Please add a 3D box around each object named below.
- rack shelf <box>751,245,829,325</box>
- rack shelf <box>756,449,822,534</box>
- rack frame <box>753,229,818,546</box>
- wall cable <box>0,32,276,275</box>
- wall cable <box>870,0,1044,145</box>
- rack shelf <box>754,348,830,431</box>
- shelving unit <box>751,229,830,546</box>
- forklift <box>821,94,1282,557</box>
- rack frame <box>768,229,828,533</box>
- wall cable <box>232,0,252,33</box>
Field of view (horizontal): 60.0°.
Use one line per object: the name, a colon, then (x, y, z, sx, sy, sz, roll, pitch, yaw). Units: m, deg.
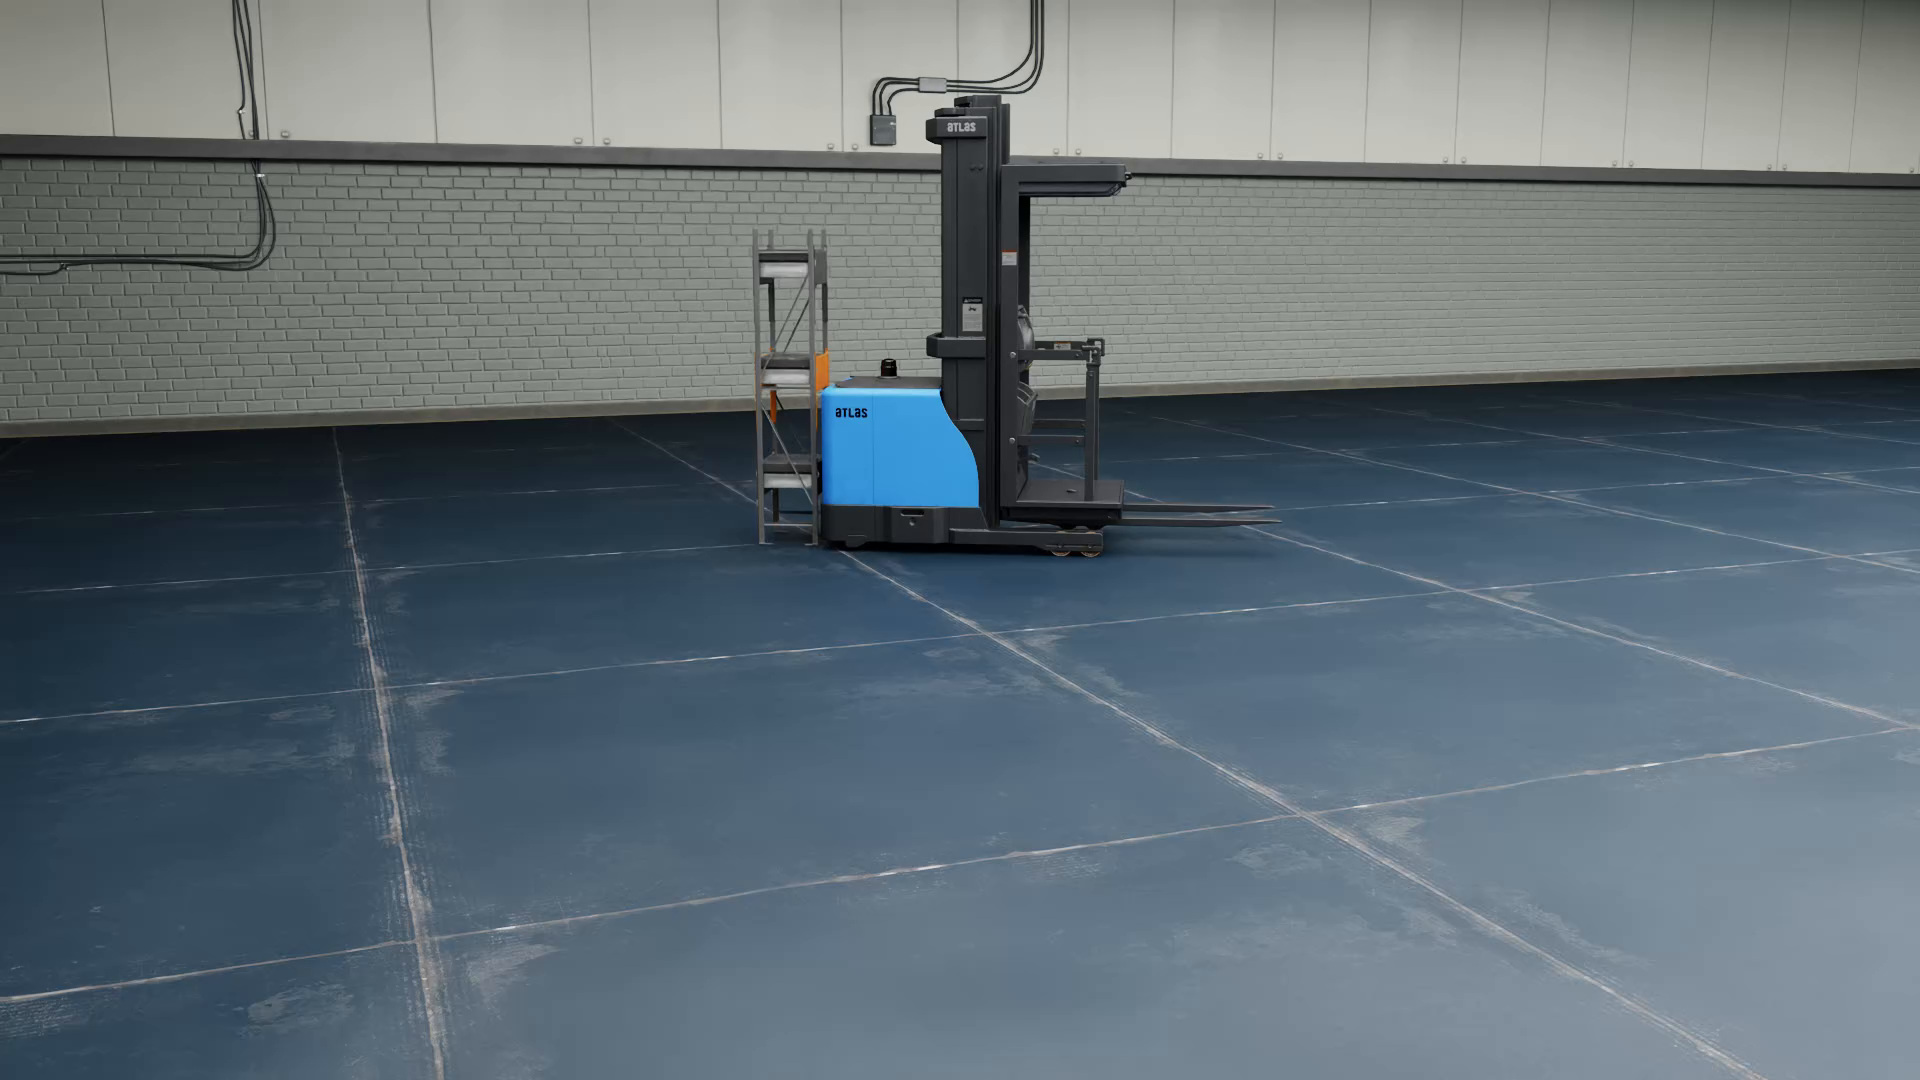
rack shelf: (-1.133, -1.716, 11.155, 0.431, 0.518, 0.480, 1, 10, 5)
rack shelf: (-1.133, -0.338, 11.400, 0.431, 0.518, 0.480, 1, 10, 5)
rack frame: (-1.156, -0.998, 11.036, 0.400, 2.100, 0.015, 1, 10, 5)
wall cable: (-8.853, -4.046, 17.337, 3.097, 2.526, 0.112, -4, 11, -21)
wall cable: (0.001, -7.849, 20.140, 2.305, 6.003, 0.169, -4, 11, -21)
rack shelf: (-1.133, -1.027, 11.278, 0.431, 0.518, 0.480, 1, 10, 5)
shelving unit: (-1.133, -1.041, 11.275, 0.431, 2.100, 0.503, 1, 10, 5)
forklift: (0.627, -1.431, 11.095, 3.031, 2.935, 1.130, 1, 10, 6)
rack frame: (-1.109, -1.083, 11.514, 0.400, 2.100, 0.015, 1, 10, 5)
wall cable: (-6.332, -6.704, 17.860, 3.097, 2.526, 0.112, -4, 11, -21)
